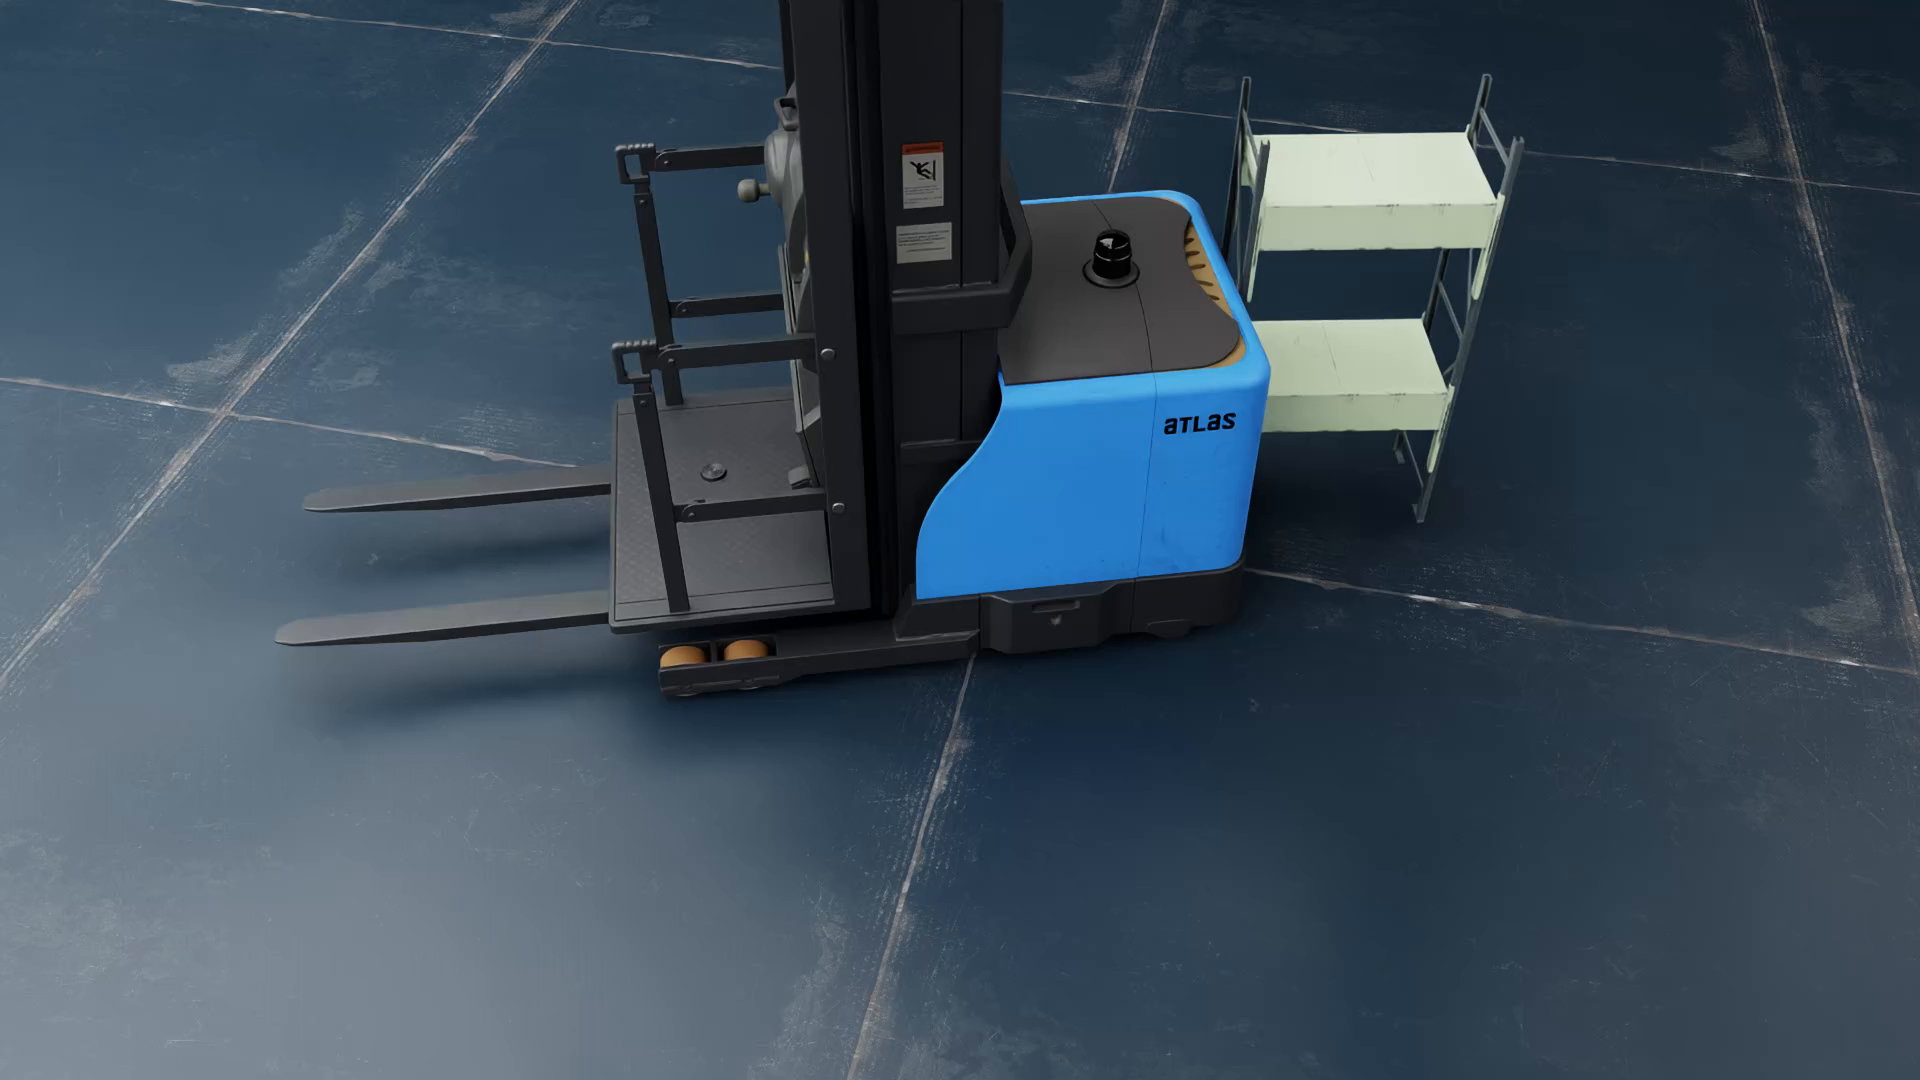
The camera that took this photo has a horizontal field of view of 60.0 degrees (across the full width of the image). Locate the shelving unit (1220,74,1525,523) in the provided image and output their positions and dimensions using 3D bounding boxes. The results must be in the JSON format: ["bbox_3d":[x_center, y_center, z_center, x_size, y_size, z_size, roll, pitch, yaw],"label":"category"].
[{"bbox_3d":[1.240,-0.734,5.430,0.755,1.500,0.431,-1,44,-1],"label":"shelving unit"}]

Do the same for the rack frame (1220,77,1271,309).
[{"bbox_3d":[0.874,-0.728,5.424,0.023,1.500,0.400,-1,44,-1],"label":"rack frame"}]

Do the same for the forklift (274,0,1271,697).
[{"bbox_3d":[-0.652,-0.956,4.630,3.031,2.935,1.130,-6,44,-6],"label":"forklift"}]

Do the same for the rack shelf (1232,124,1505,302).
[{"bbox_3d":[1.240,-1.015,5.160,0.720,0.370,0.431,-1,44,-1],"label":"rack shelf"}]

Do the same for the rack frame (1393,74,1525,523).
[{"bbox_3d":[1.606,-0.739,5.437,0.023,1.500,0.400,-1,44,-1],"label":"rack frame"}]

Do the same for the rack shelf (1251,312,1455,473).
[{"bbox_3d":[1.240,-0.499,5.656,0.720,0.370,0.431,-1,44,-1],"label":"rack shelf"}]
